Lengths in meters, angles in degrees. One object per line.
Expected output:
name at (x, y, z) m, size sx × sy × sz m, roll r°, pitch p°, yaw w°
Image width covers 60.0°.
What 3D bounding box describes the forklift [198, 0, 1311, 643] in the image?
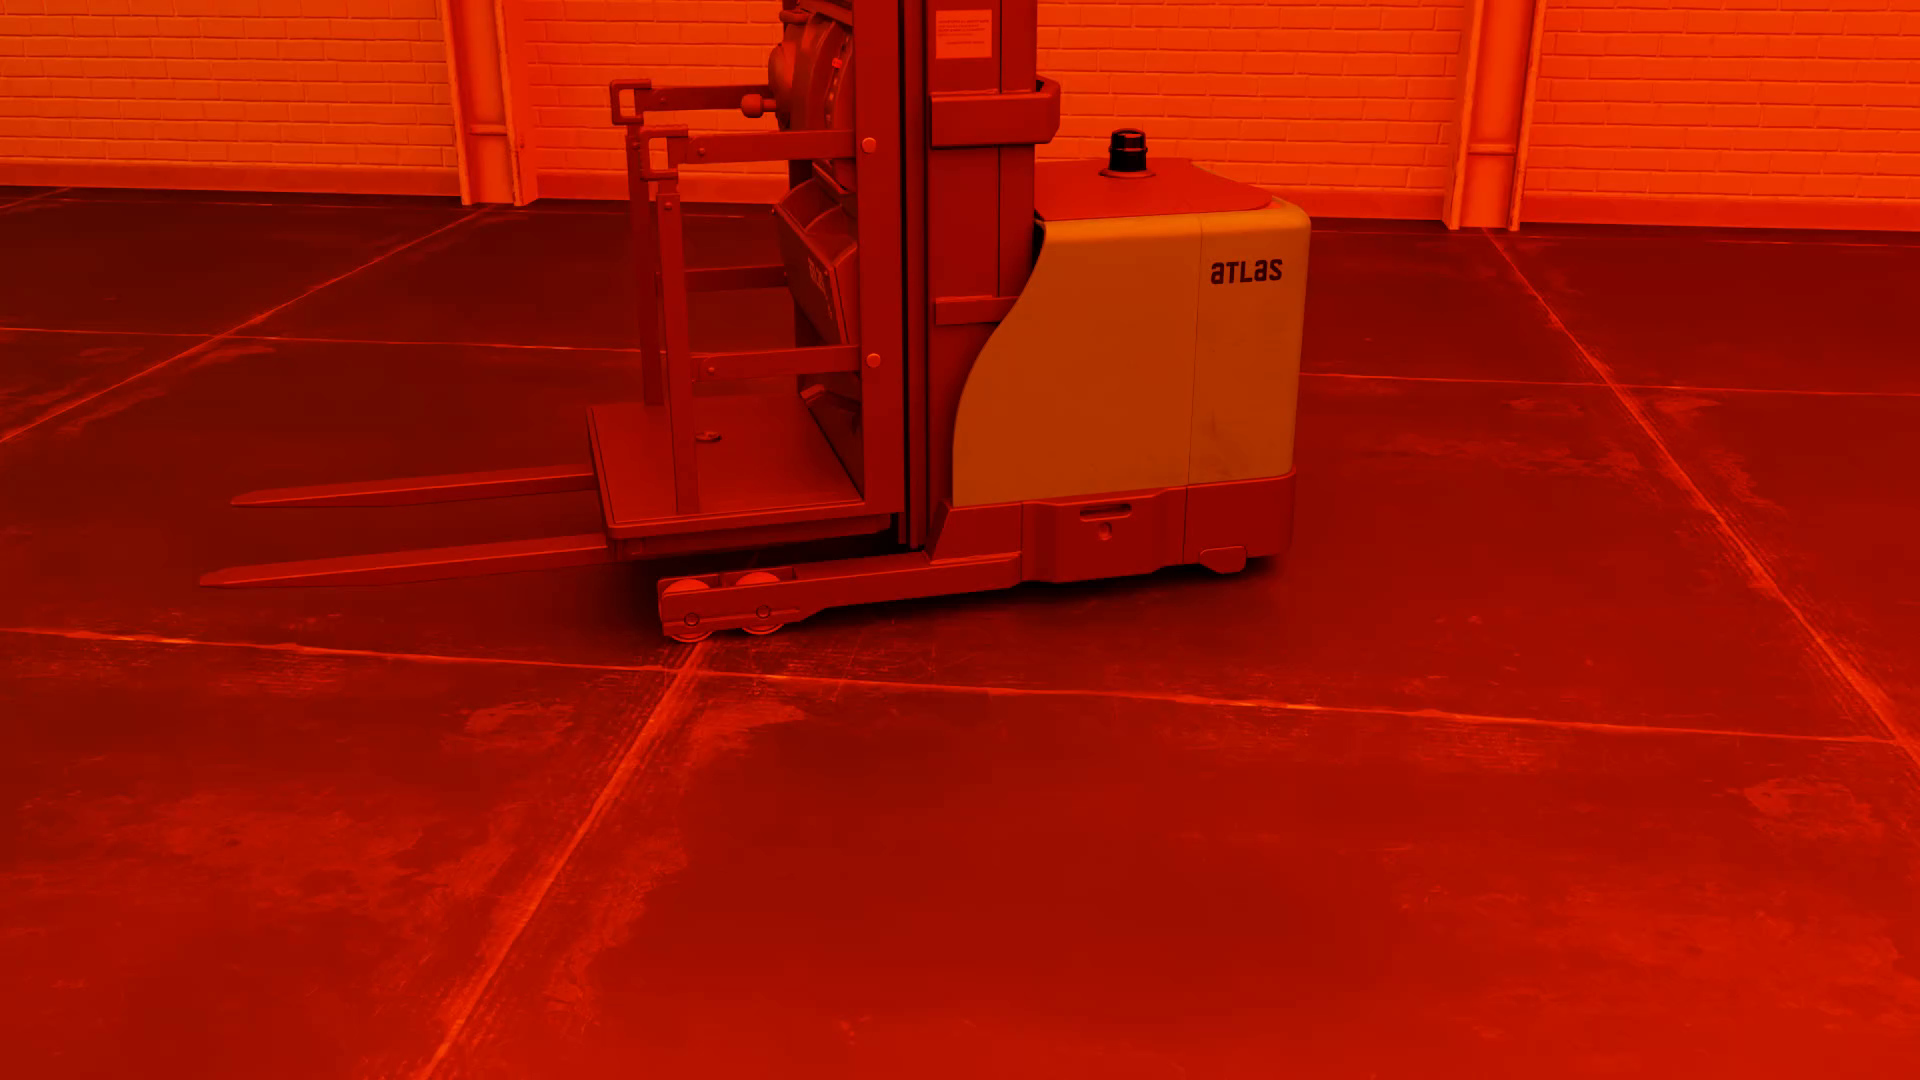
forklift at (-0.588, -1.301, 4.485) m, size 3.031 × 2.935 × 1.130 m, roll -6°, pitch 23°, yaw -14°
